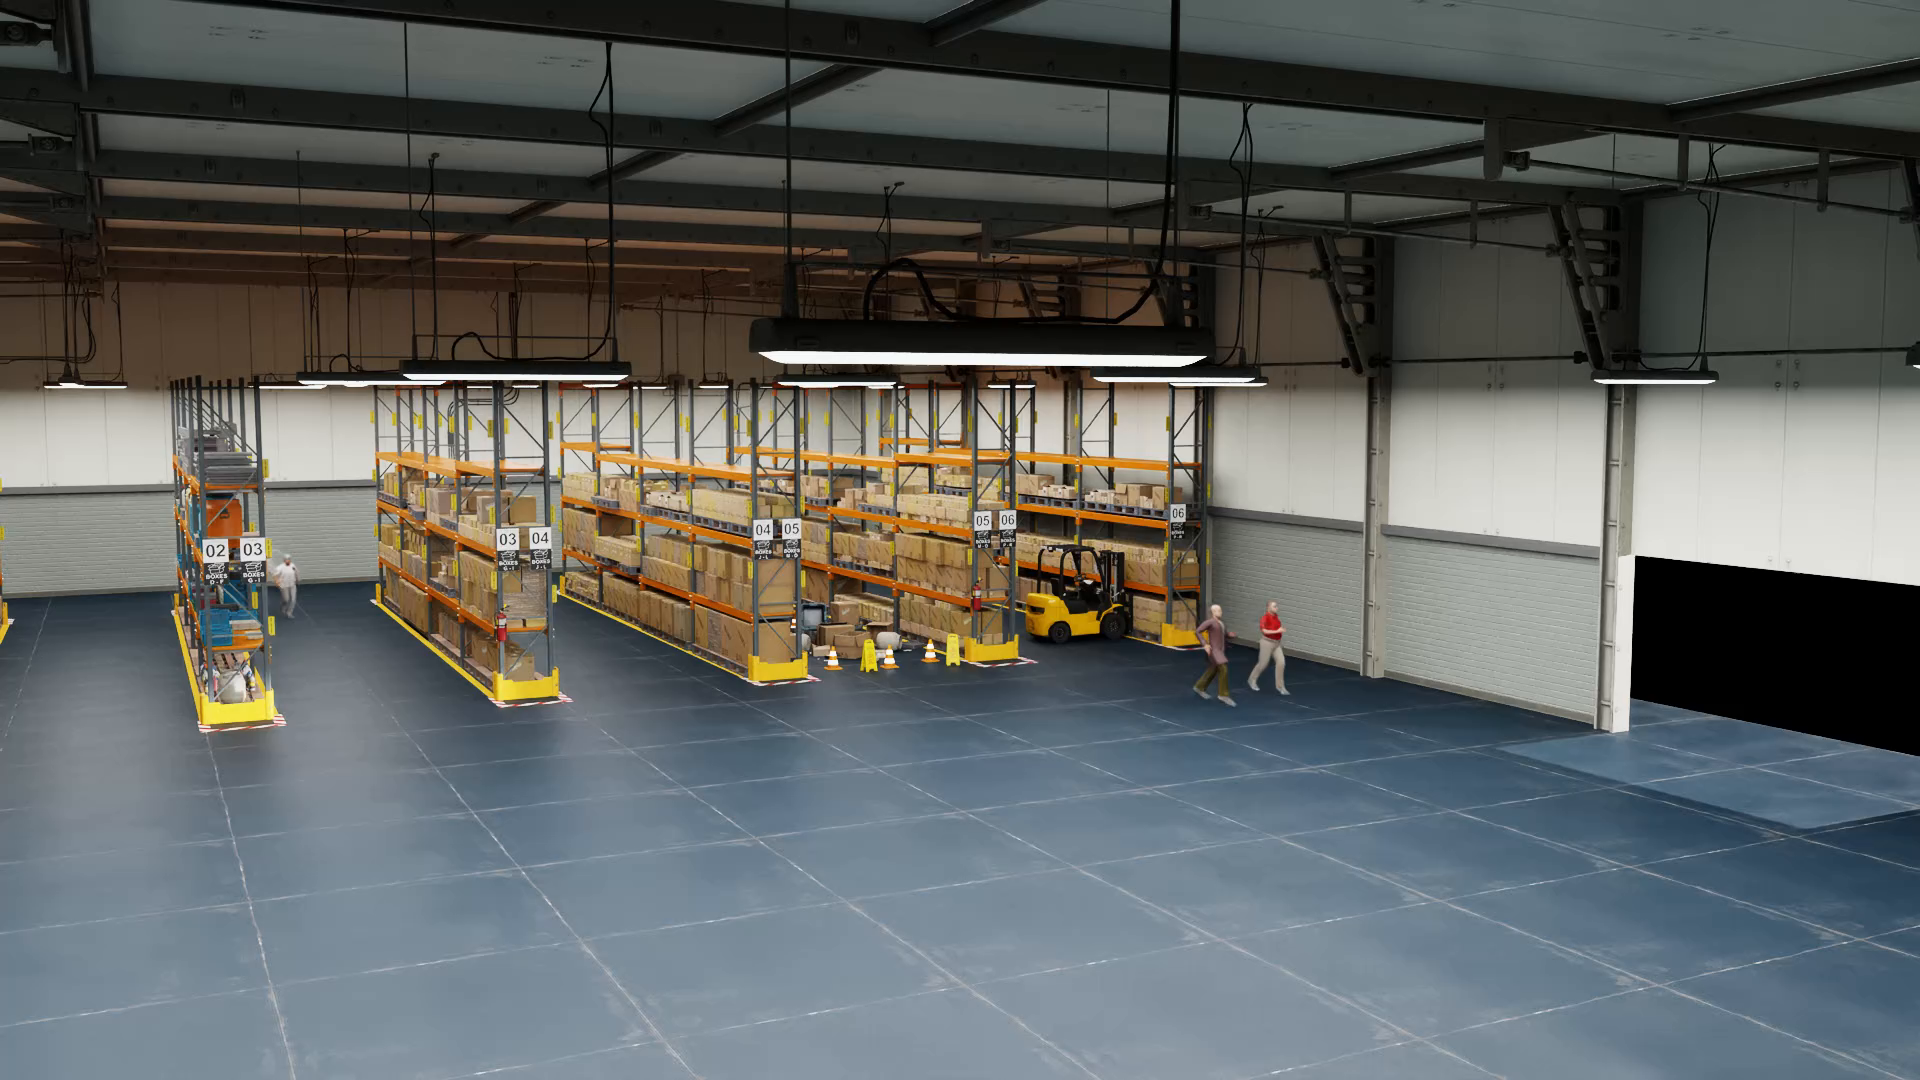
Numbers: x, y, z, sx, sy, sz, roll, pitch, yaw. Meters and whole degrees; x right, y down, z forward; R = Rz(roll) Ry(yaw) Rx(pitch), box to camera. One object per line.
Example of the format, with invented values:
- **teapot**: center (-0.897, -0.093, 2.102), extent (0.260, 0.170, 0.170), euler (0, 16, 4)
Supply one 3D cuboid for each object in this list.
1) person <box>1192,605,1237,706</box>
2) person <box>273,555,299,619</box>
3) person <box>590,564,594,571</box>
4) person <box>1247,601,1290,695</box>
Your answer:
- **person**: center (4.697, 2.101, 30.616), extent (0.927, 1.828, 0.682), euler (3, 6, 30)
- **person**: center (-16.997, 1.187, 42.069), extent (0.610, 1.612, 0.538), euler (-4, 7, -40)
- **person**: center (-10.668, 0.617, 48.741), extent (0.728, 1.580, 0.577), euler (2, 5, 17)
- **person**: center (5.868, 2.047, 31.630), extent (0.664, 1.793, 0.847), euler (-5, 7, -45)
